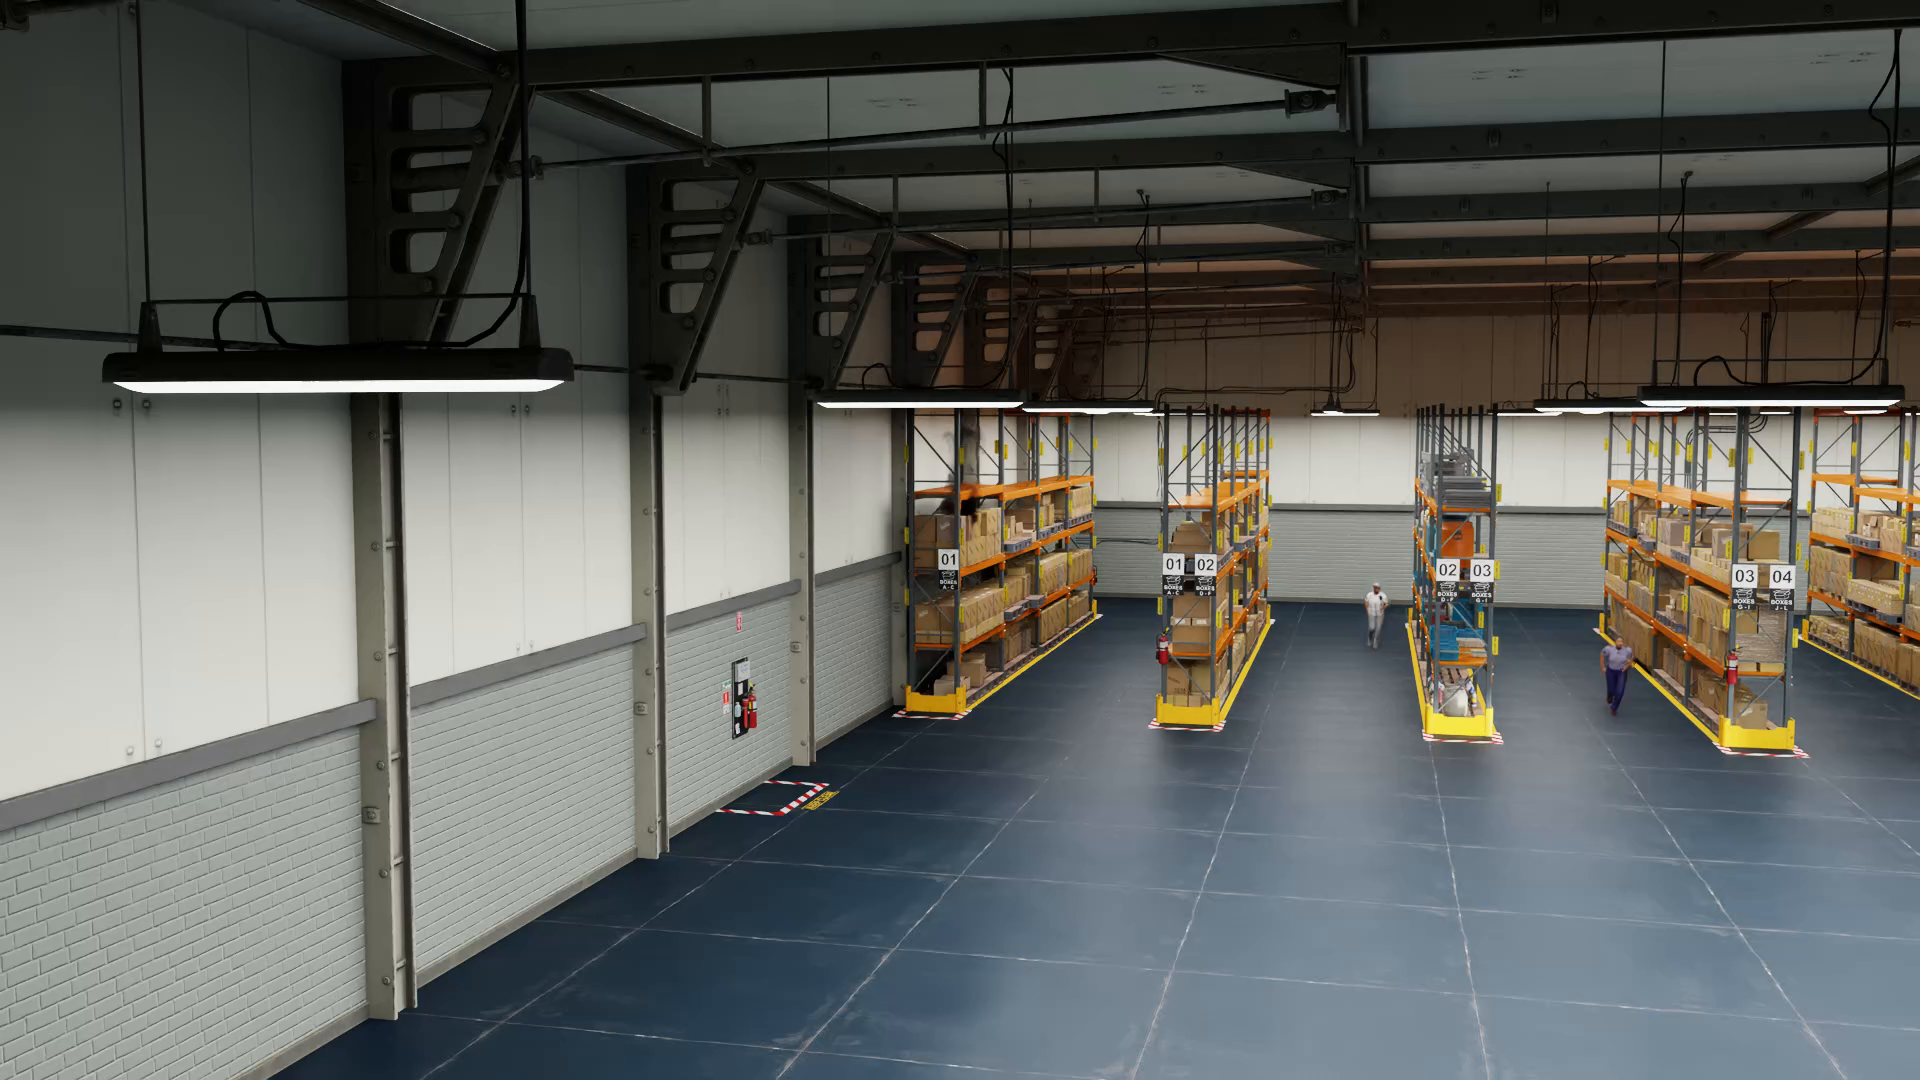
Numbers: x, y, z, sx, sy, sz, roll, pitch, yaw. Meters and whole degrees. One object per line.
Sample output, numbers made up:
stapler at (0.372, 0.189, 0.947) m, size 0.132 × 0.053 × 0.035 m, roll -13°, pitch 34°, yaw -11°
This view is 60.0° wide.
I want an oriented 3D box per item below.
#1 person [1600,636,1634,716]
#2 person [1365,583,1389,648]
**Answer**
person at (12.724, 2.613, 32.233) m, size 0.598 × 1.586 × 0.701 m, roll 1°, pitch 4°, yaw 10°
person at (10.395, 1.883, 41.491) m, size 0.586 × 1.633 × 0.576 m, roll 1°, pitch 4°, yaw 14°
